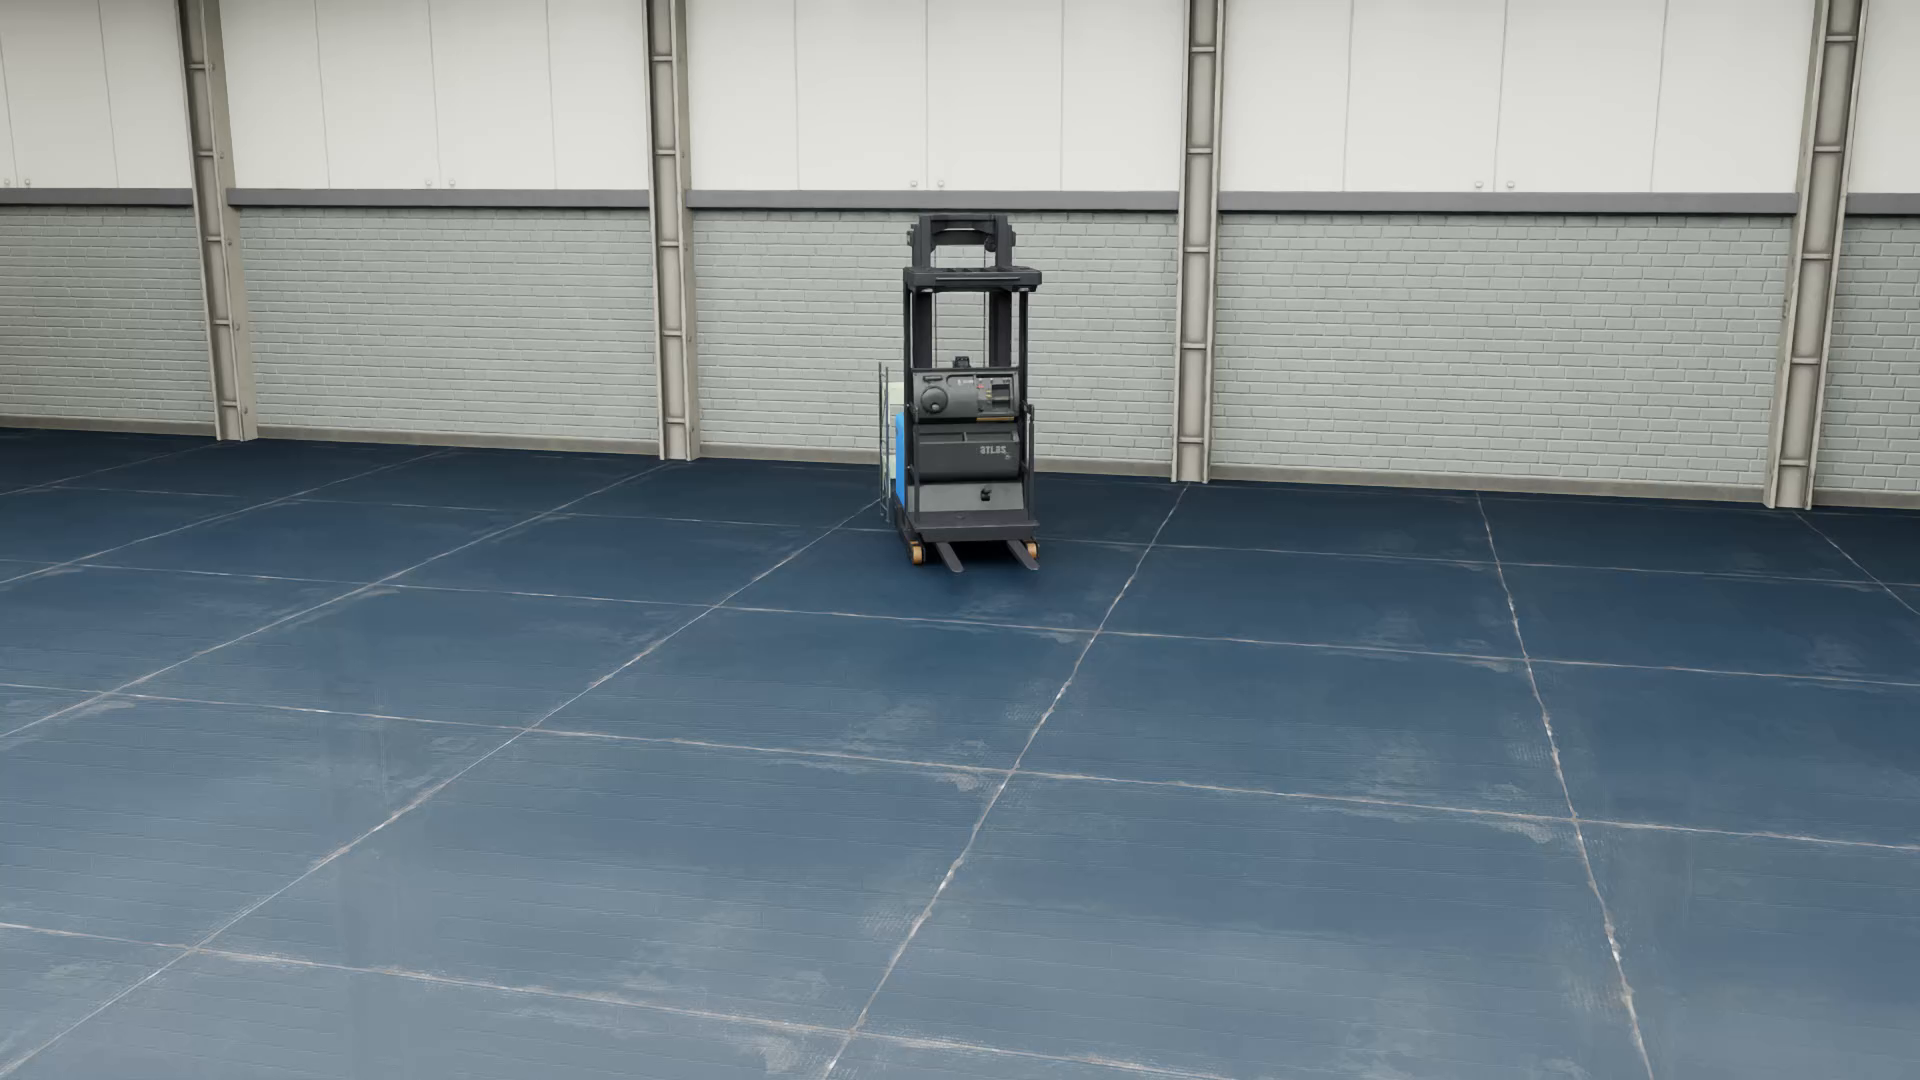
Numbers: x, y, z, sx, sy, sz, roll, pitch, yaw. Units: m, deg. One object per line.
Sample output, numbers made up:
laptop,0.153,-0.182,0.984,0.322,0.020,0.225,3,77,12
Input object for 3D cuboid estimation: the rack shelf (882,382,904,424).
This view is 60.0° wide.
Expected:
rack shelf,-0.376,-1.344,16.044,0.720,0.370,0.431,-3,13,-13

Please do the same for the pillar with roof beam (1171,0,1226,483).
pillar with roof beam,1.496,-4.144,13.153,0.400,9.000,9.100,3,13,14

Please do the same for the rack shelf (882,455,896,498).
rack shelf,-0.376,-0.645,16.199,0.720,0.370,0.431,-3,13,-13

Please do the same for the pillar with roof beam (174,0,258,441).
pillar with roof beam,-10.155,-4.767,15.959,0.400,9.000,9.100,3,13,14

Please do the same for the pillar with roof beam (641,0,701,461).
pillar with roof beam,-4.330,-4.455,14.556,0.400,9.000,9.100,3,13,14

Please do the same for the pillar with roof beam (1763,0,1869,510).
pillar with roof beam,7.321,-3.833,11.749,0.400,9.000,9.100,3,13,14

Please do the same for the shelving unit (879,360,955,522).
shelving unit,-0.376,-0.963,16.128,0.755,1.500,0.431,-3,13,-13

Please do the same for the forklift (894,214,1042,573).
forklift,0.085,-1.297,14.328,1.130,2.935,3.031,-2,13,-8

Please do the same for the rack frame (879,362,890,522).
rack frame,-0.732,-0.945,16.048,0.023,1.500,0.400,-3,13,-13

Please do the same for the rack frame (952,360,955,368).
rack frame,-0.019,-0.981,16.209,0.023,1.500,0.400,-3,13,-13
